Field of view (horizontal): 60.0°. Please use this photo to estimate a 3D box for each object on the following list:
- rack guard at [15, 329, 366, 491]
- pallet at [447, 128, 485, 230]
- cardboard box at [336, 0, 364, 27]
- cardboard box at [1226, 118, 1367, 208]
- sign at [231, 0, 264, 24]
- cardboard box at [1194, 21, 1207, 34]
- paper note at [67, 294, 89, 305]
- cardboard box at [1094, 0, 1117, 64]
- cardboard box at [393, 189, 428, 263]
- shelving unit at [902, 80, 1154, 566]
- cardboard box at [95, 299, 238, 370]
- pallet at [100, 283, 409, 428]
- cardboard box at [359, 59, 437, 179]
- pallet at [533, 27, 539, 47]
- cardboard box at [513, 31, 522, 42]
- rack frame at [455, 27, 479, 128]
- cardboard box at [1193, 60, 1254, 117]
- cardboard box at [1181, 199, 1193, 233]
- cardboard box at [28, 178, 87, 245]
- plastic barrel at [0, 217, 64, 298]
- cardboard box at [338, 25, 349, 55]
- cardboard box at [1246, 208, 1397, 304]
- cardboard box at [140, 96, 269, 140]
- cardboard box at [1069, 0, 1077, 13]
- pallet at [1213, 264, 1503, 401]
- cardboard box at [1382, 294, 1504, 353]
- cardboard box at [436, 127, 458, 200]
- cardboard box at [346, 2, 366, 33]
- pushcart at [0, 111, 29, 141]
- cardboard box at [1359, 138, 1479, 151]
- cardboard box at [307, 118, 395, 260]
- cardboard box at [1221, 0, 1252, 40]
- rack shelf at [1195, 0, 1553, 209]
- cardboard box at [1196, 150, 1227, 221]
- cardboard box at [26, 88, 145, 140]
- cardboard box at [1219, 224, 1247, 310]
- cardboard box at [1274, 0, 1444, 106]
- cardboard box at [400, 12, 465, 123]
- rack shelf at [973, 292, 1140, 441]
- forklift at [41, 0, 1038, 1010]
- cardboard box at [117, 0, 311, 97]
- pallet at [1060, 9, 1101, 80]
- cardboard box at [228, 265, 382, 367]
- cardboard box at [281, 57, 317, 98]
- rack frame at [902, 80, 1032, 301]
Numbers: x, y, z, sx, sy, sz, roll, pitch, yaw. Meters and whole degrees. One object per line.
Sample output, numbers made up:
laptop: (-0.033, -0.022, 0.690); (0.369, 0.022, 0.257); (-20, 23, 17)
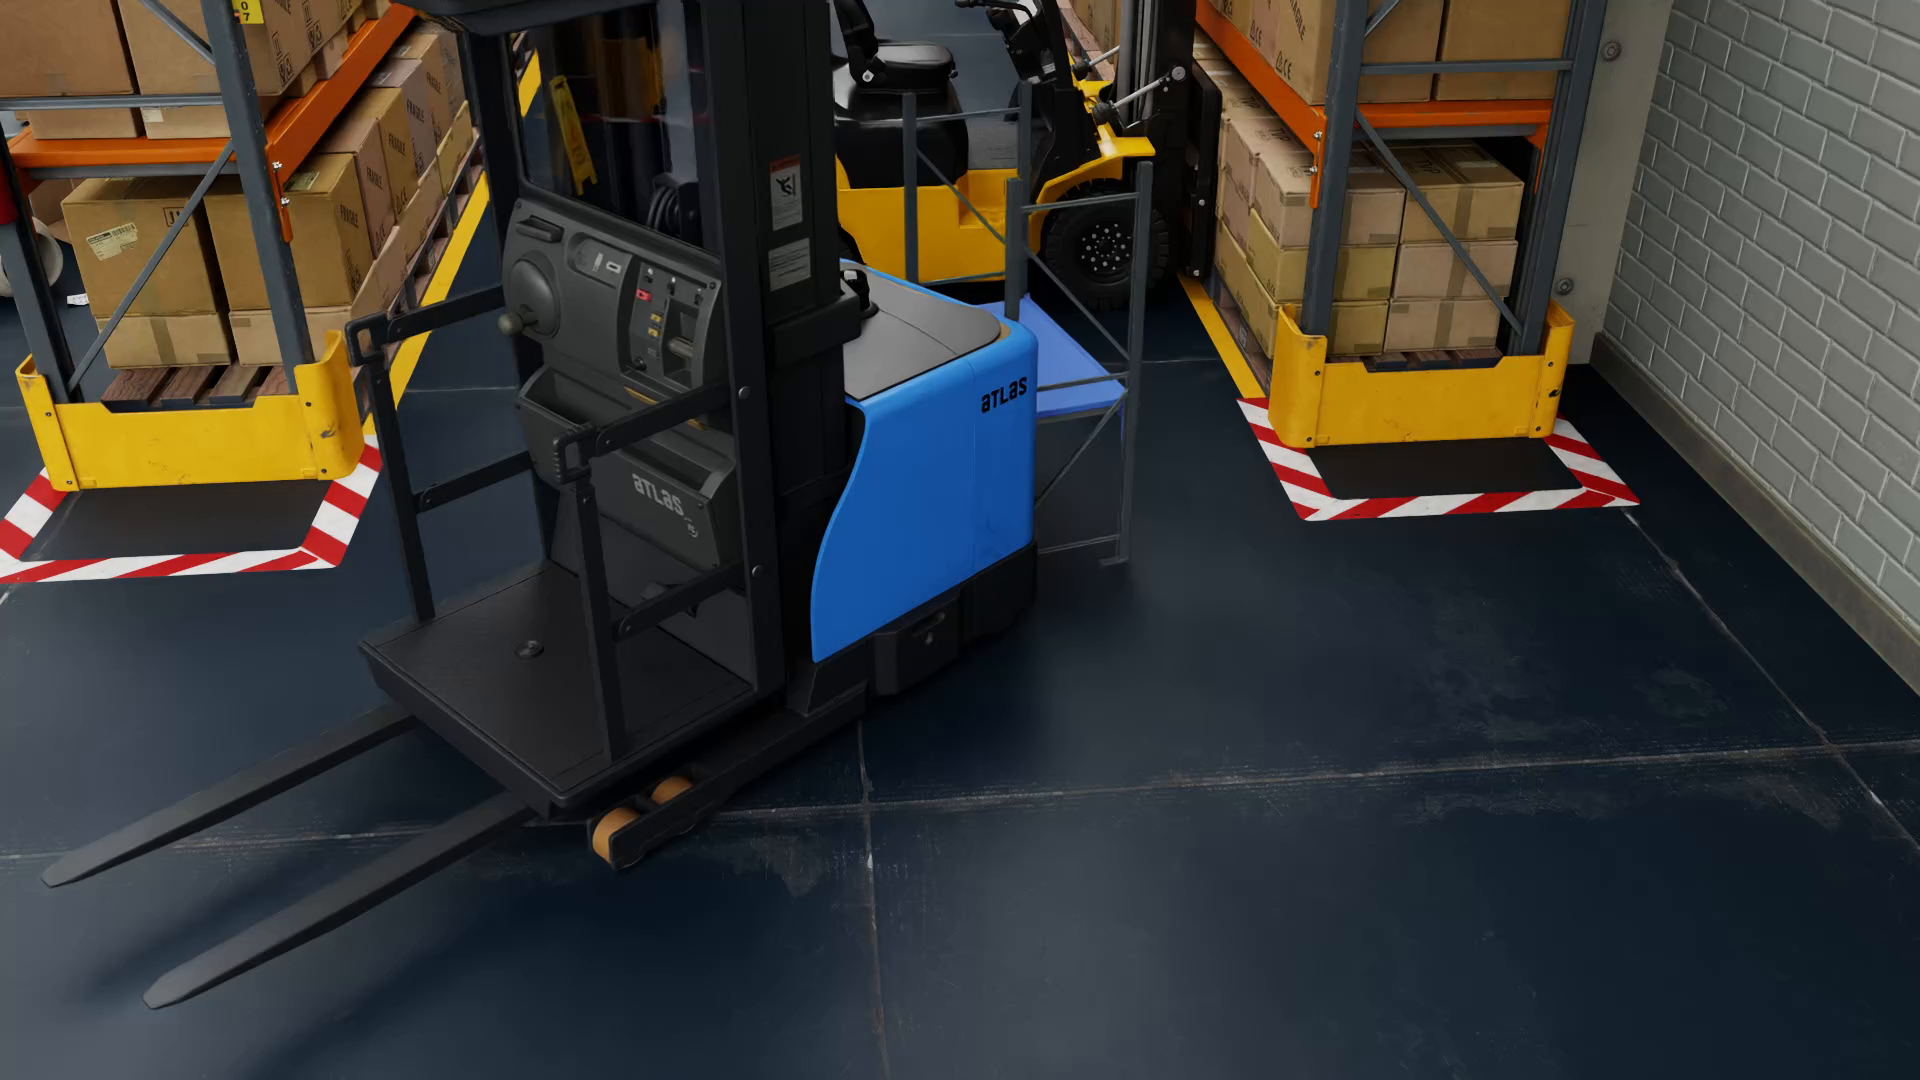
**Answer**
rack guard: (-3.040, -0.520, 6.632); (1.175, 0.500, 0.348); (-3, 31, -5)
pallet: (-3.309, -2.058, 9.489); (1.003, 0.211, 1.213); (-3, 31, -5)
cardboard box: (-2.902, -2.504, 7.130); (0.500, 0.500, 0.500); (-3, 31, -6)
cardboard box: (1.501, -1.703, 7.473); (0.500, 0.250, 0.500); (-2, 31, -4)
sign: (-2.493, -1.952, 5.748); (0.100, 0.325, 0.005); (-3, 31, -5)
cardboard box: (1.305, -2.741, 9.211); (0.500, 0.250, 0.500); (-3, 31, -5)
paper note: (-4.341, -1.200, 8.230); (0.142, 0.019, 0.148); (-14, 33, -22)
cardboard box: (1.410, -3.659, 11.357); (0.875, 0.625, 0.625); (-3, 31, -5)
cardboard box: (-2.937, -1.518, 8.138); (0.500, 0.250, 0.500); (-1, 31, -1)
shelving unit: (0.206, -0.775, 6.085); (0.538, 1.500, 1.048); (-11, 33, -17)
cardboard box: (-3.379, -0.966, 7.214); (0.500, 0.250, 0.500); (-3, 31, -5)
pallet: (-3.081, -0.812, 7.404); (1.003, 0.211, 1.213); (-3, 31, -5)
cardboard box: (-2.986, -2.109, 8.396); (0.500, 0.500, 0.500); (-1, 31, -2)
pallet: (-3.709, -4.042, 12.812); (1.003, 0.211, 1.213); (-3, 31, -5)
cardboard box: (-3.596, -3.638, 11.568); (0.950, 0.372, 0.625); (-2, 31, -3)
rack frame: (-3.407, -3.596, 9.345); (1.000, 3.000, 0.127); (-3, 31, -5)
cardboard box: (1.405, -2.220, 8.338); (0.500, 0.250, 0.500); (-3, 31, -6)
cardboard box: (1.404, -1.793, 8.598); (0.500, 0.250, 0.500); (-2, 31, -3)
cardboard box: (-4.661, -1.912, 8.961); (0.500, 0.500, 0.500); (20, 36, 29)
plastic barrel: (-4.733, -1.430, 8.231); (0.512, 0.421, 0.421); (20, 36, 29)
cardboard box: (-2.876, -2.159, 7.185); (0.380, 0.149, 0.250); (-2, 31, -3)
cardboard box: (1.552, -1.242, 7.188); (0.500, 0.250, 0.500); (-3, 31, -5)
cardboard box: (-2.859, -1.629, 6.298); (0.380, 0.149, 0.250); (-3, 31, -4)
cardboard box: (1.275, -4.387, 12.575); (0.875, 0.625, 0.625); (-2, 31, -3)
pallet: (1.795, -0.985, 7.693); (1.003, 0.211, 1.213); (-3, 31, -5)
cardboard box: (2.057, -1.054, 7.361); (0.500, 0.250, 0.500); (-3, 31, -4)
cardboard box: (-3.024, -2.036, 9.005); (0.500, 0.250, 0.500); (-4, 31, -6)
cardboard box: (-2.956, -2.427, 7.634); (0.380, 0.149, 0.250); (-4, 31, -6)
pushcart: (-5.672, -2.336, 9.792); (1.648, 0.377, 0.936); (-14, 33, -22)
cardboard box: (2.002, -1.732, 7.522); (0.500, 0.250, 0.500); (-3, 31, -5)
cardboard box: (-2.889, -1.580, 7.510); (0.500, 0.500, 0.500); (-4, 31, -6)
cardboard box: (1.514, -2.602, 7.584); (0.500, 0.500, 0.500); (-3, 31, -6)
rack shelf: (1.722, -2.506, 8.222); (1.077, 0.370, 4.000); (-3, 31, -5)
cardboard box: (1.447, -1.761, 8.057); (0.500, 0.250, 0.500); (-3, 31, -6)
cardboard box: (-3.281, -1.627, 6.293); (0.380, 0.149, 0.250); (-2, 31, -3)
cardboard box: (1.513, -1.273, 7.727); (0.500, 0.250, 0.500); (-3, 31, -5)
cardboard box: (1.601, -2.075, 6.702); (0.500, 0.500, 0.500); (-3, 31, -6)
cardboard box: (-3.084, -2.629, 9.266); (0.500, 0.500, 0.500); (-3, 31, -5)
rack shelf: (0.206, -0.620, 6.177); (0.538, 0.185, 1.000); (-11, 33, -17)
forklift: (-1.116, -0.631, 4.449); (1.130, 2.935, 3.031); (26, 40, 36)
cardboard box: (-2.801, -1.980, 6.252); (0.500, 0.500, 0.500); (-3, 31, -5)
pallet: (1.310, -3.637, 12.134); (1.003, 0.211, 1.213); (-3, 31, -5)
cardboard box: (-2.833, -0.979, 7.236); (0.500, 0.250, 0.500); (-3, 31, -5)
cardboard box: (-2.841, -1.897, 6.746); (0.380, 0.149, 0.250); (-4, 31, -6)
rack frame: (0.029, -1.019, 6.494); (0.500, 1.500, 0.032); (-11, 33, -17)
